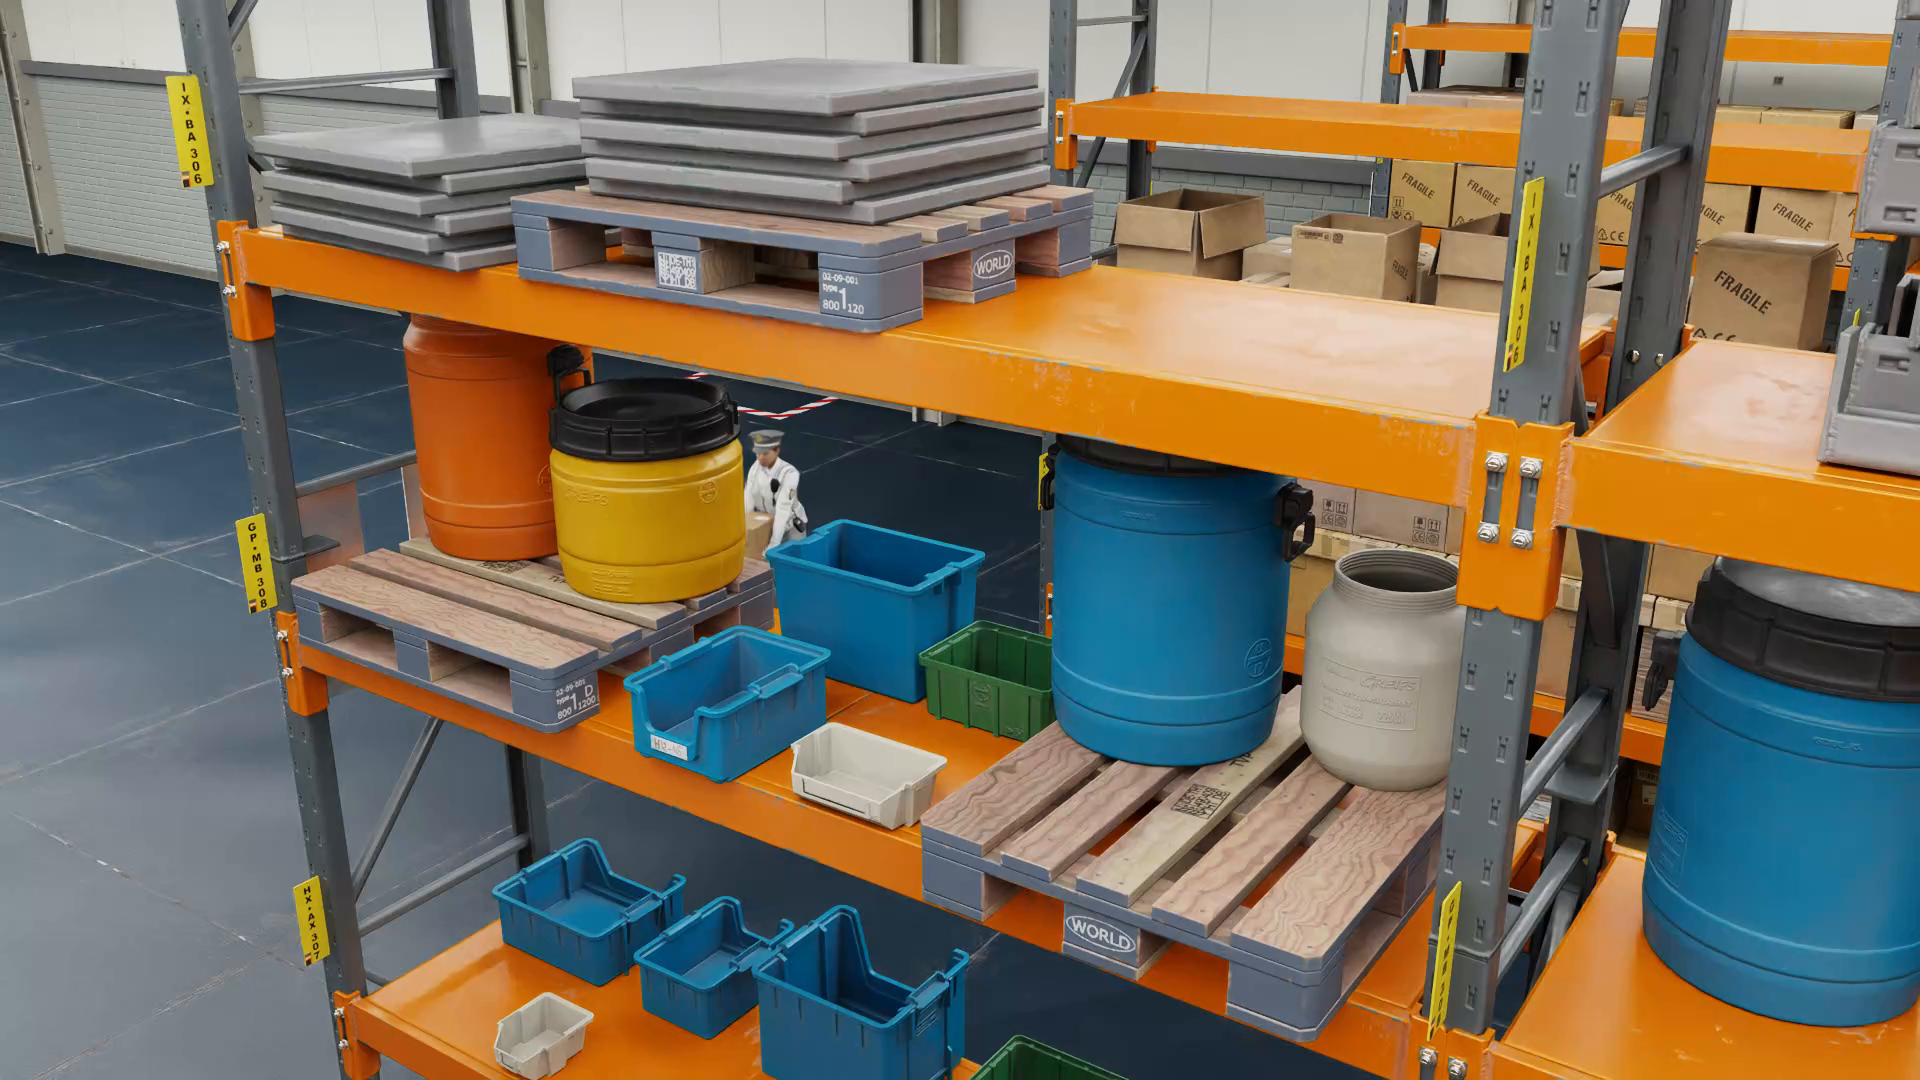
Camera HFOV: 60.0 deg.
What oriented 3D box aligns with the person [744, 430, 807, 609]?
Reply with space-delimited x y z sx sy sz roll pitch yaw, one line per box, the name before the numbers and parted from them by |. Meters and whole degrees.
person | -1.362 -0.019 12.162 0.416 1.648 0.550 13 23 31
